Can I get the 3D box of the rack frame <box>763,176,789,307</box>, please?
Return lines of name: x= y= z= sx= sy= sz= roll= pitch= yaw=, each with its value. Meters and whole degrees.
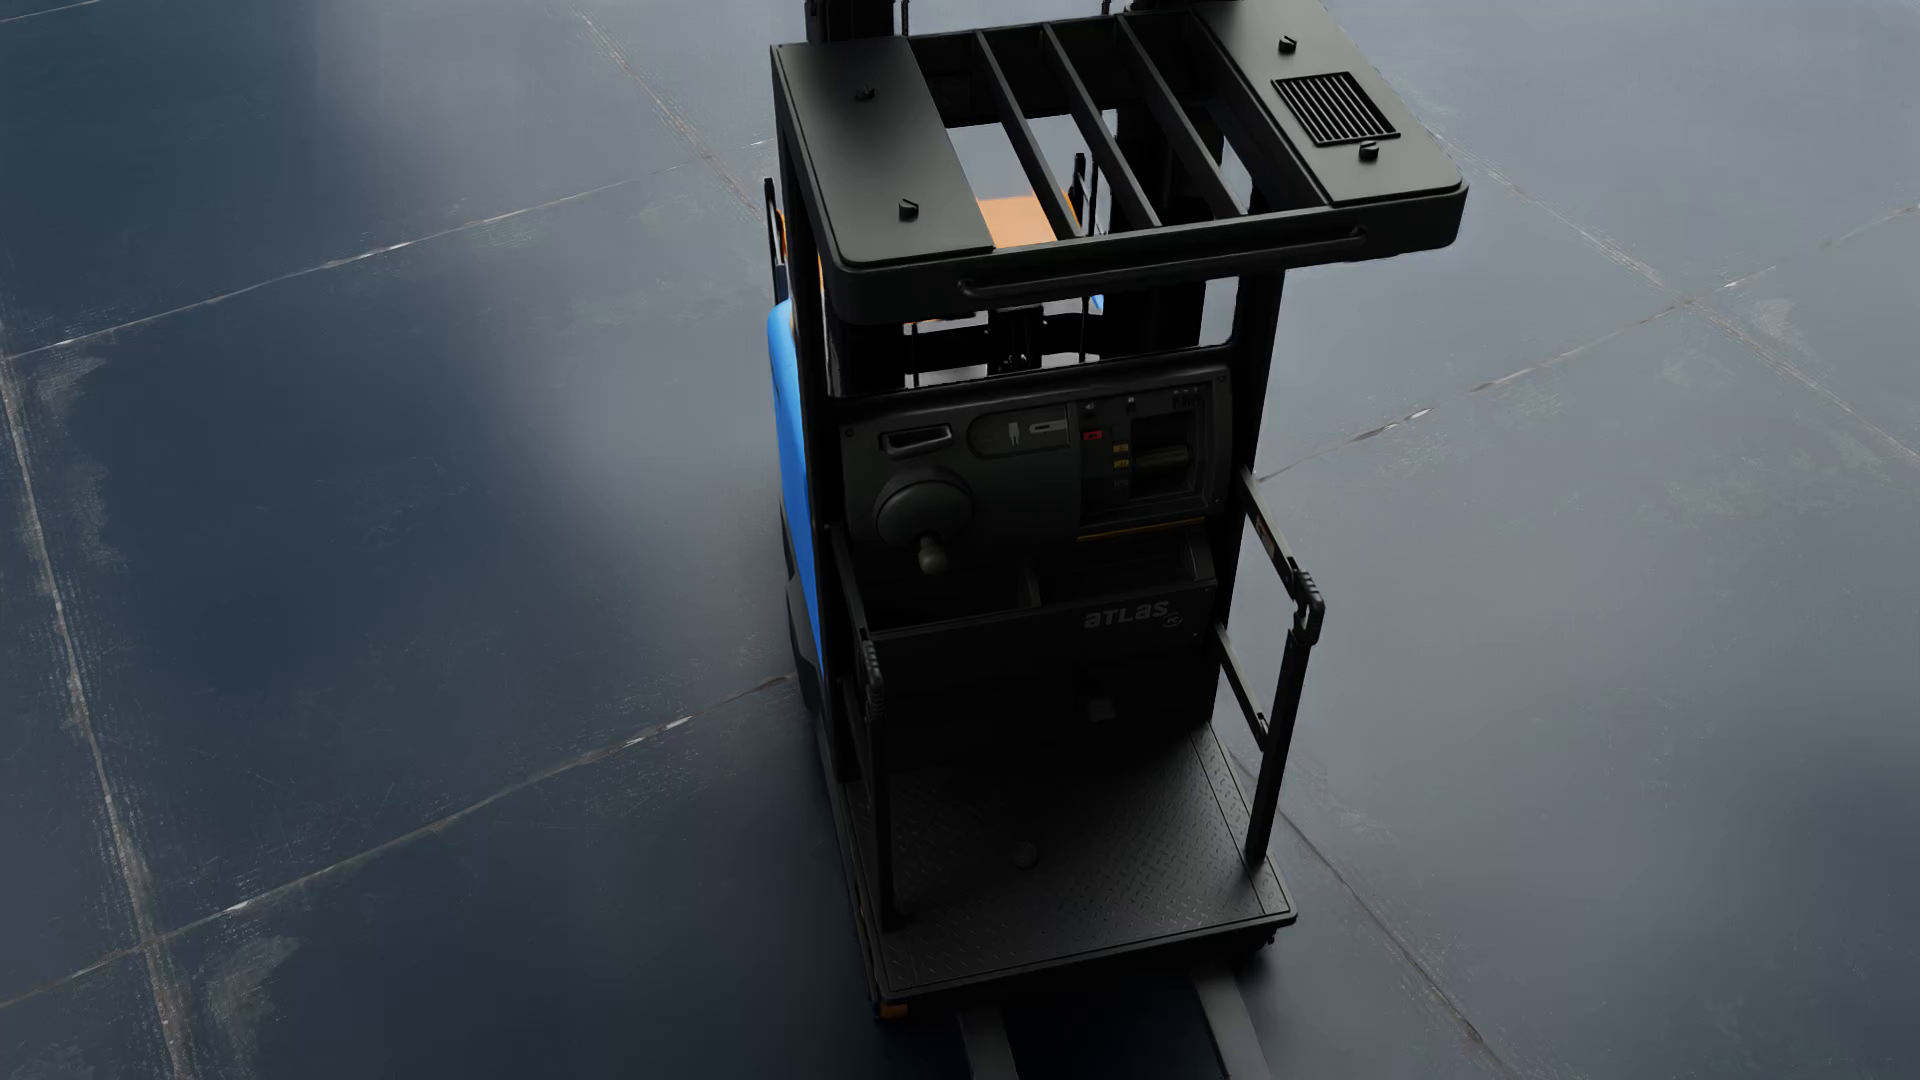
rack frame: x=-0.576 y=-0.591 z=5.551 sx=0.032 sy=1.125 sz=0.500 roll=-6 pitch=45 yaw=-7

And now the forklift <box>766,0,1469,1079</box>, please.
forklift: x=0.236 y=-0.074 z=3.722 sx=1.130 sy=2.935 sz=3.031 roll=-9 pitch=45 yaw=-9

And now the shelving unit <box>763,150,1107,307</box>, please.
shelving unit: x=-0.075 y=-0.647 z=5.609 sx=1.048 sy=1.125 sz=0.538 roll=-6 pitch=45 yaw=-7

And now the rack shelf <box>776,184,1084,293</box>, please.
rack shelf: x=-0.075 y=-0.858 z=5.406 sx=1.000 sy=0.278 sz=0.538 roll=-6 pitch=45 yaw=-7

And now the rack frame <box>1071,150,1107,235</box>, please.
rack frame: x=0.427 y=-0.704 z=5.668 sx=0.032 sy=1.125 sz=0.500 roll=-6 pitch=45 yaw=-7
